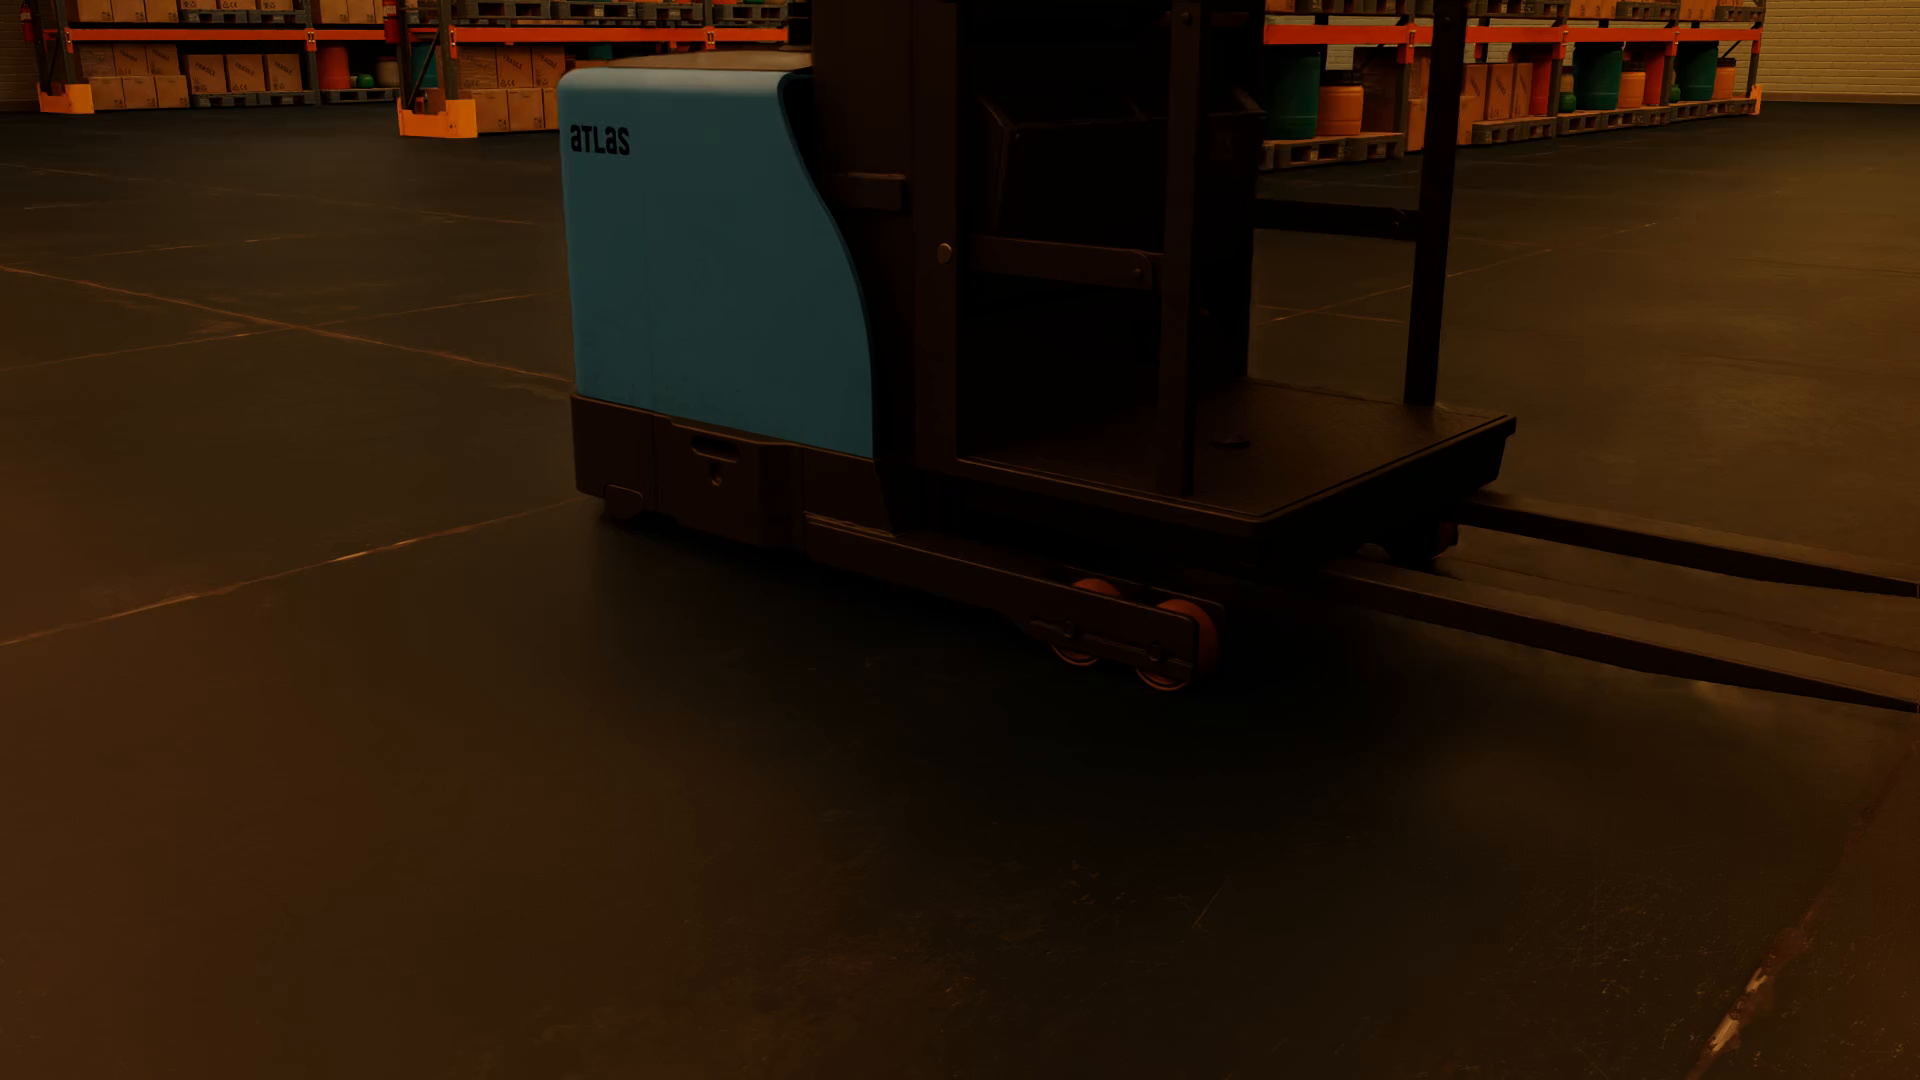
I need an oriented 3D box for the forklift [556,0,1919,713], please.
[{"bbox_3d":[0.497,-1.299,3.175,3.031,2.935,1.130,14,22,38],"label":"forklift"}]
